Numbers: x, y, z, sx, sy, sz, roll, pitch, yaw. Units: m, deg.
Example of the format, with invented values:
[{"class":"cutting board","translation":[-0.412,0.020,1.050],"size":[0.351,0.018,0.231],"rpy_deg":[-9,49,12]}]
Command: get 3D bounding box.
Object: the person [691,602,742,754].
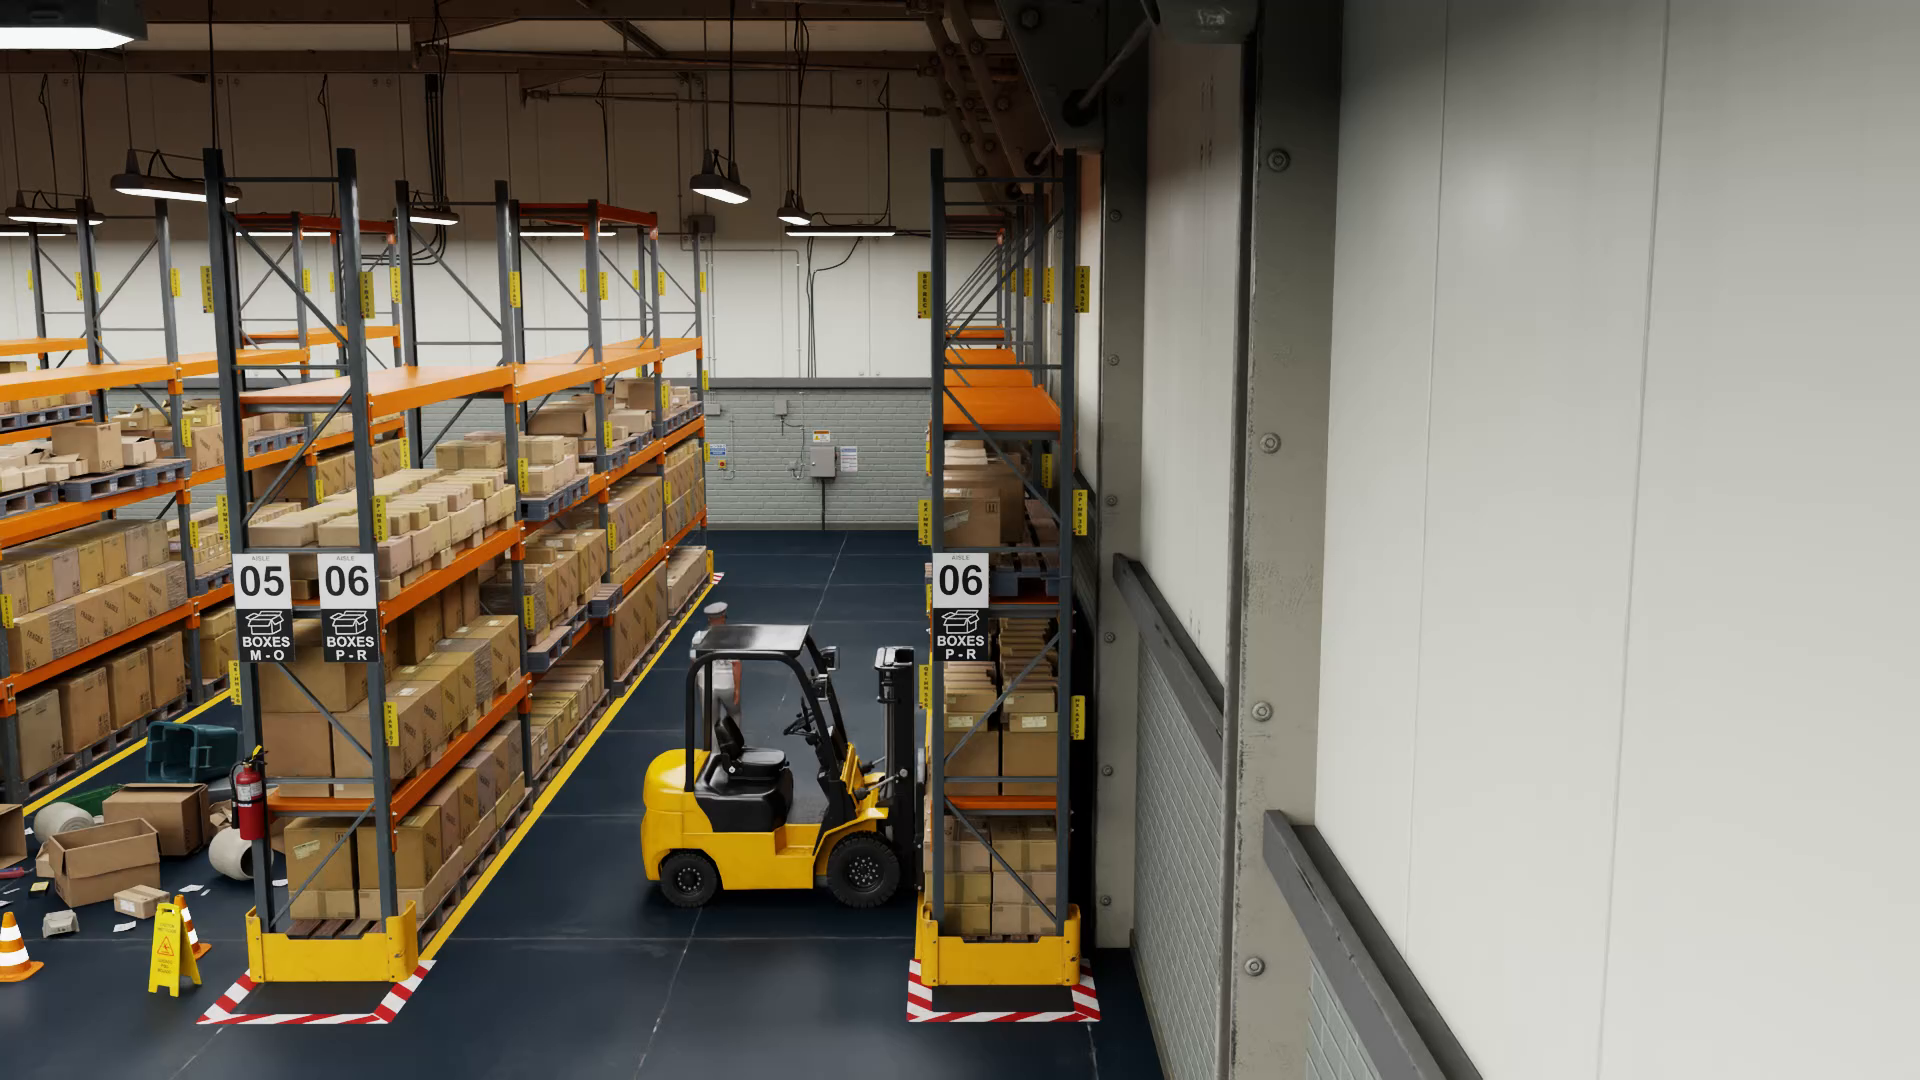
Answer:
[{"class":"person","translation":[-2.527,1.545,17.331],"size":[0.525,1.804,0.679],"rpy_deg":[-1,9,-6]}]
